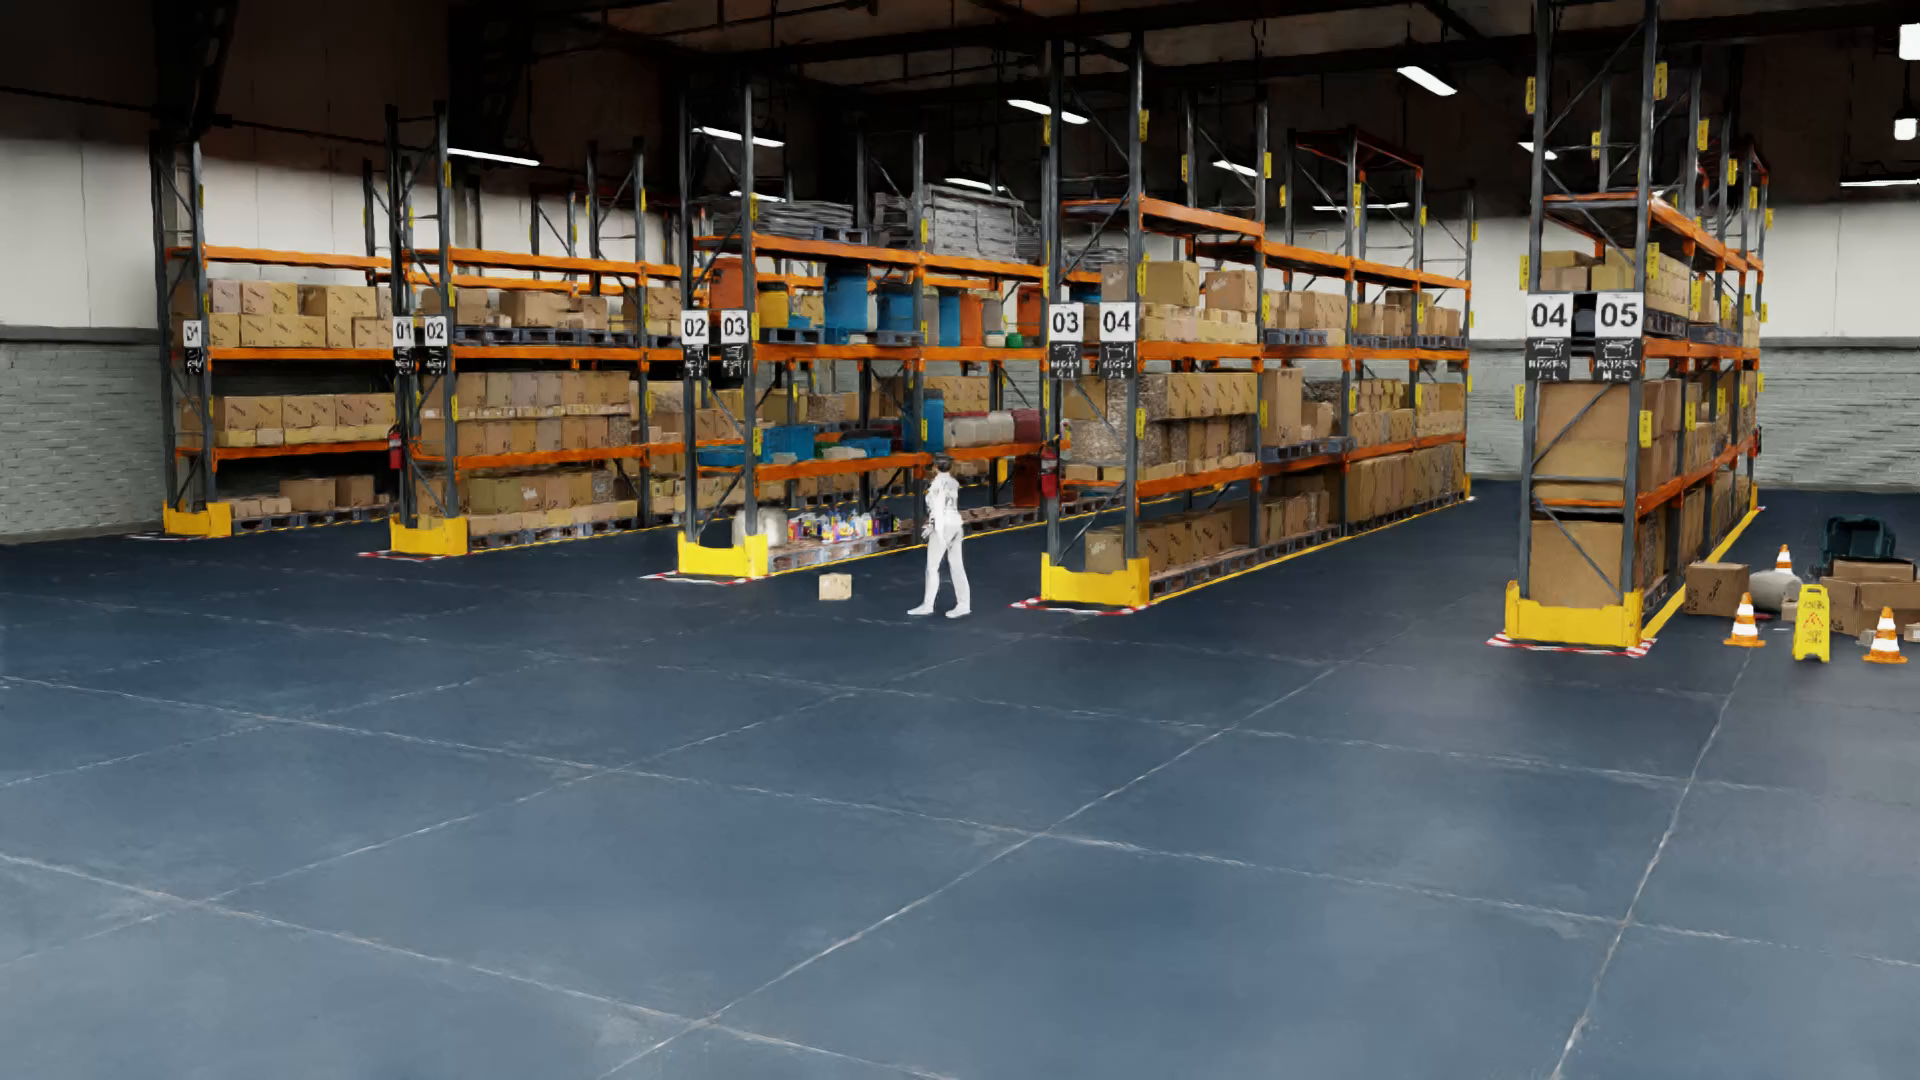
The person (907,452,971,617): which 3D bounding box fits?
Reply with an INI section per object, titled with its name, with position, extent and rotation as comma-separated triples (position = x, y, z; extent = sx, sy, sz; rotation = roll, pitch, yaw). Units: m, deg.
[person]
position = -0.172, -0.060, 16.934
extent = 0.568, 1.663, 0.565
rotation = 4, 7, 32
